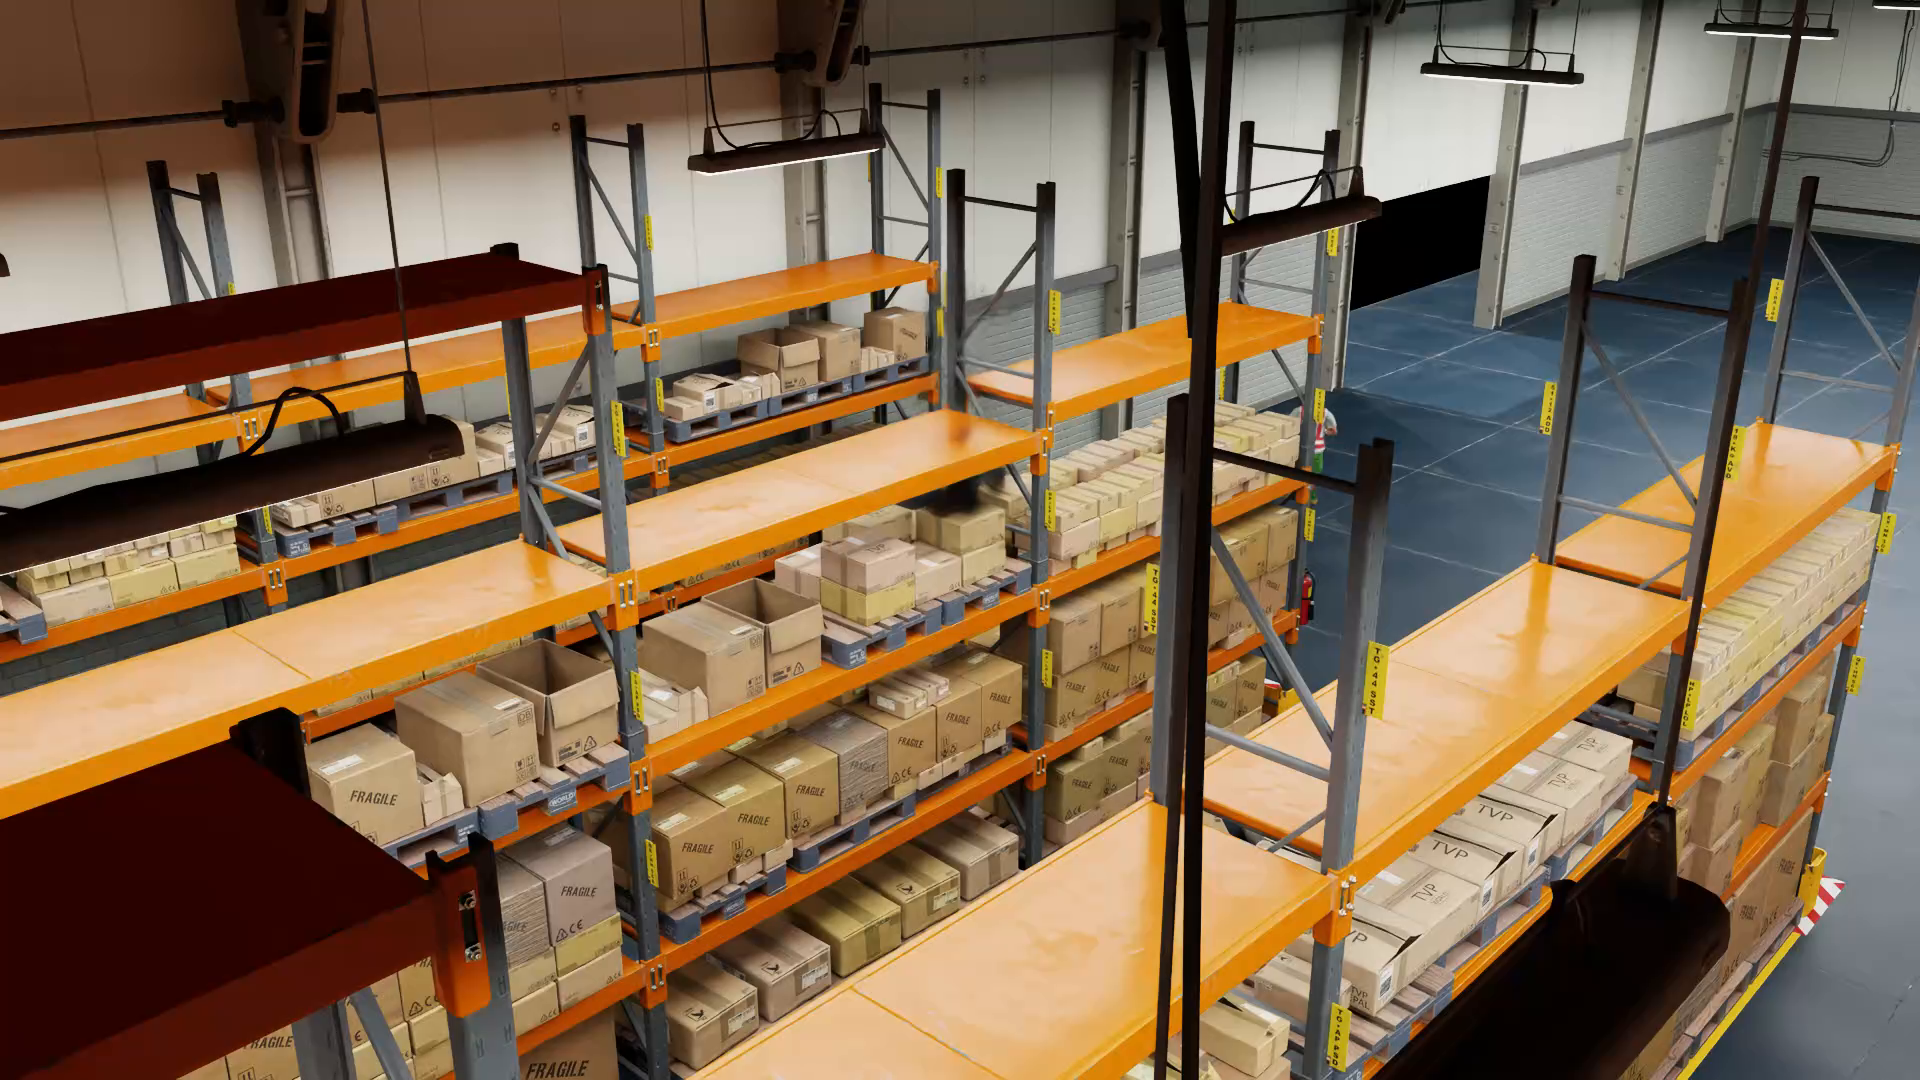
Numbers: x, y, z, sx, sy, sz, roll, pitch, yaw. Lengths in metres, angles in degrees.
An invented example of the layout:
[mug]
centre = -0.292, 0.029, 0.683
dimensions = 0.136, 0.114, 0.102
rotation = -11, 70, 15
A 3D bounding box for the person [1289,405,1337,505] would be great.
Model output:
[person]
centre = 4.774, -1.209, 22.675
dimensions = 0.684, 1.775, 1.030
rotation = 8, 23, 19
